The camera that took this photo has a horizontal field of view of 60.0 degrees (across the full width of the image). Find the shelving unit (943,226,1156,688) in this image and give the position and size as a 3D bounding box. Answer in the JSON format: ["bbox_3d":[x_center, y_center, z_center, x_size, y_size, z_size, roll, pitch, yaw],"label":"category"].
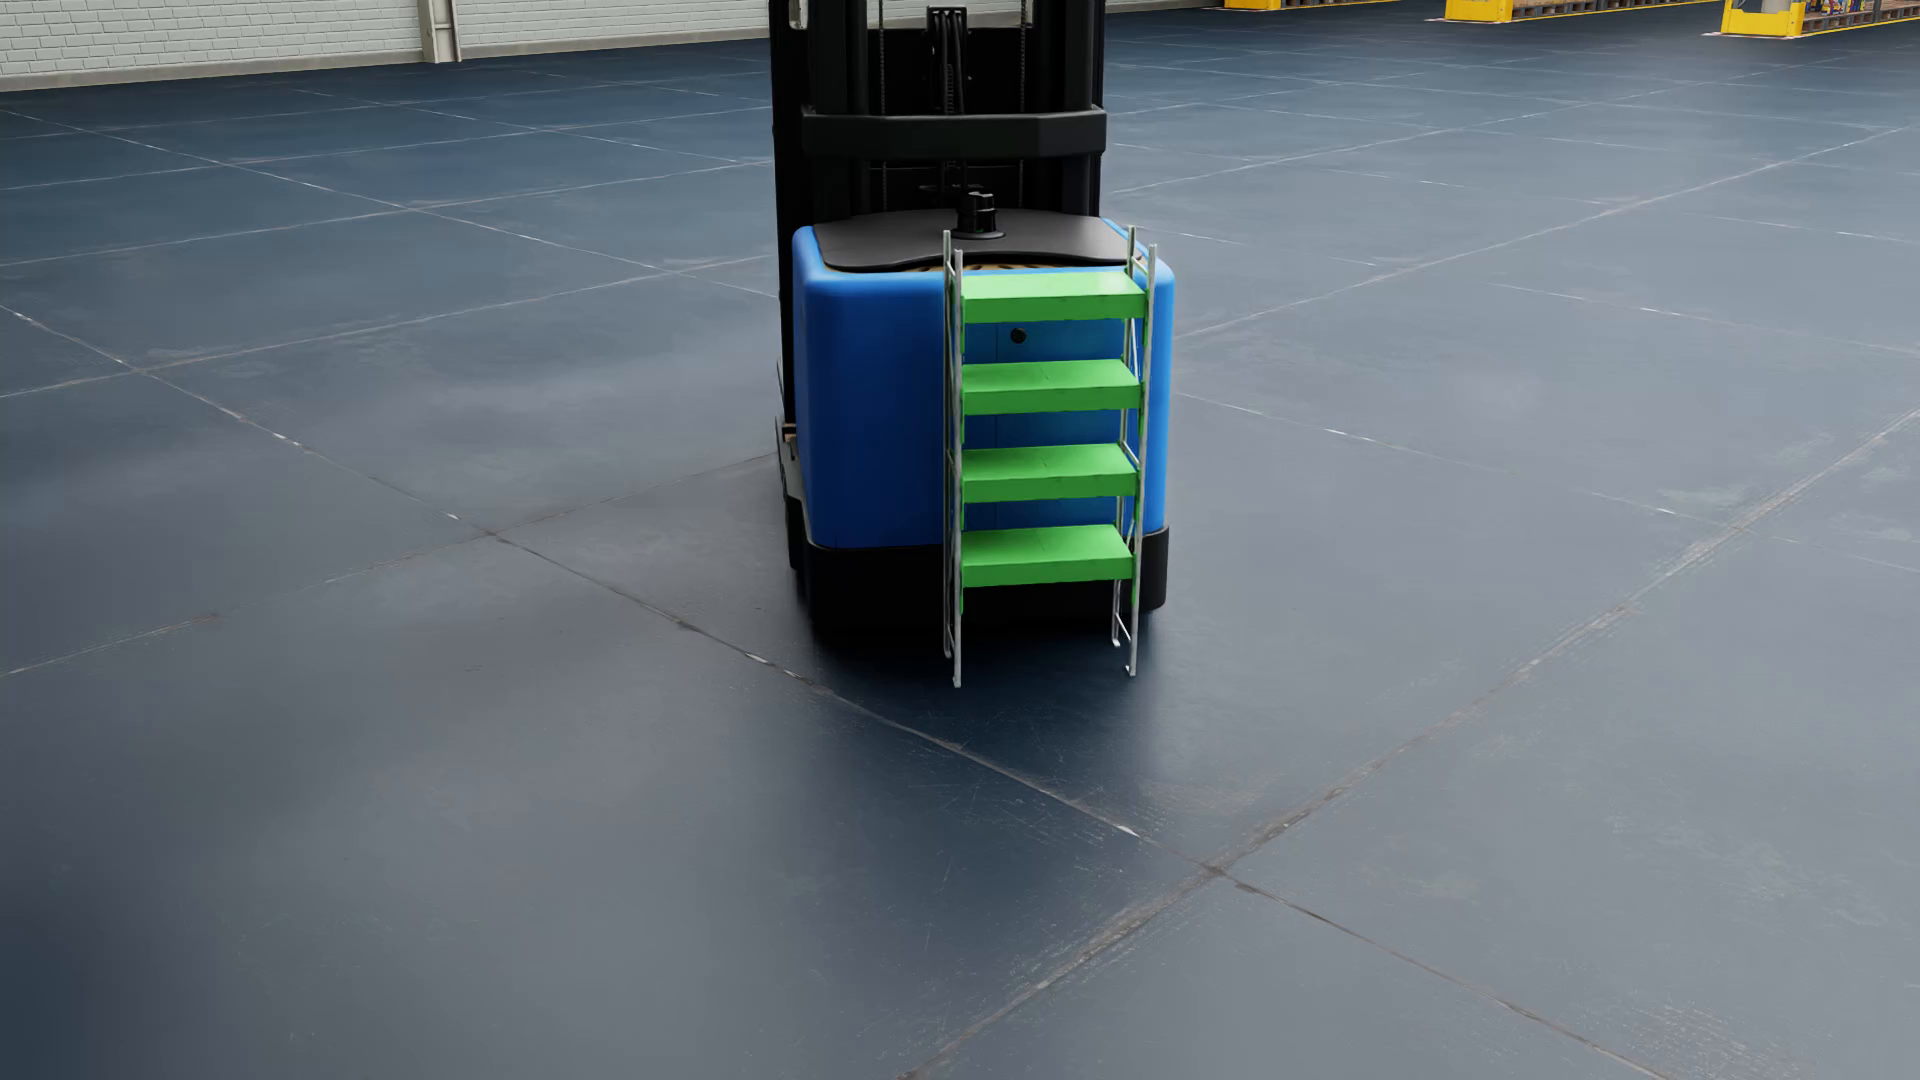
[{"bbox_3d":[0.221,-0.211,4.441,0.503,1.200,0.258,-3,23,-7],"label":"shelving unit"}]

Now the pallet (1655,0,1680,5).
[{"bbox_3d":[14.318,-11.328,34.753,1.003,0.211,1.213,19,28,41],"label":"pallet"}]

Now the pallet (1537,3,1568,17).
[{"bbox_3d":[10.694,-9.993,31.279,1.003,0.211,1.213,19,28,41],"label":"pallet"}]

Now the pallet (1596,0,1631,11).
[{"bbox_3d":[12.616,-10.701,33.121,1.003,0.211,1.213,19,28,41],"label":"pallet"}]

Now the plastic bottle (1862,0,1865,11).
[{"bbox_3d":[15.646,-9.291,28.853,0.097,0.201,0.097,0,21,0],"label":"plastic bottle"}]

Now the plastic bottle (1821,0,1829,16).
[{"bbox_3d":[14.374,-8.854,27.620,0.097,0.271,0.097,0,21,0],"label":"plastic bottle"}]

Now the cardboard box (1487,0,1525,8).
[{"bbox_3d":[9.873,-9.770,30.060,0.500,0.250,0.500,19,28,41],"label":"cardboard box"}]

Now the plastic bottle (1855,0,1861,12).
[{"bbox_3d":[15.433,-9.294,28.653,0.144,0.351,0.185,18,28,39],"label":"plastic bottle"}]

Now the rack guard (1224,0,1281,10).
[{"bbox_3d":[5.840,-10.867,33.150,1.175,0.500,0.348,19,28,41],"label":"rack guard"}]

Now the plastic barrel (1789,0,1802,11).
[{"bbox_3d":[13.640,-8.886,27.396,0.421,0.512,0.421,0,21,0],"label":"plastic barrel"}]

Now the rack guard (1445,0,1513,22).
[{"bbox_3d":[9.322,-9.602,29.860,1.175,0.500,0.348,19,28,41],"label":"rack guard"}]

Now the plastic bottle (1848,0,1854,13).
[{"bbox_3d":[15.216,-9.161,28.401,0.133,0.283,0.061,-18,27,-39],"label":"plastic bottle"}]

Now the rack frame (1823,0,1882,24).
[{"bbox_3d":[15.676,-10.563,28.875,1.000,3.000,0.127,19,28,41],"label":"rack frame"}]

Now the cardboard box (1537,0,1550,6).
[{"bbox_3d":[10.568,-10.028,30.730,0.500,0.250,0.500,19,28,41],"label":"cardboard box"}]

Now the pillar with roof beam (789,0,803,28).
[{"bbox_3d":[0.369,-11.049,21.777,9.100,9.000,0.400,19,28,41],"label":"pillar with roof beam"}]

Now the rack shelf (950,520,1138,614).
[{"bbox_3d":[0.220,0.070,4.557,0.480,0.148,0.258,-3,23,-7],"label":"rack shelf"}]

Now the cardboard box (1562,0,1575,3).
[{"bbox_3d":[11.269,-10.284,31.396,0.500,0.250,0.500,19,28,41],"label":"cardboard box"}]

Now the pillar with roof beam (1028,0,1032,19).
[{"bbox_3d":[4.555,-12.591,25.790,9.100,9.000,0.400,19,28,41],"label":"pillar with roof beam"}]

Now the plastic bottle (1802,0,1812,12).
[{"bbox_3d":[14.511,-9.205,28.525,0.152,0.276,0.135,19,28,41],"label":"plastic bottle"}]

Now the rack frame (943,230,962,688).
[{"bbox_3d":[-0.021,-0.198,4.409,0.015,1.200,0.240,-3,23,-7],"label":"rack frame"}]

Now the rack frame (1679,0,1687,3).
[{"bbox_3d":[14.920,-12.832,34.778,1.000,3.000,0.127,19,28,41],"label":"rack frame"}]

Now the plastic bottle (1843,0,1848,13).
[{"bbox_3d":[14.958,-9.086,28.216,0.135,0.276,0.152,-20,28,-41],"label":"plastic bottle"}]

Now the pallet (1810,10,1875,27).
[{"bbox_3d":[15.178,-9.099,28.953,1.003,0.211,1.213,19,28,41],"label":"pallet"}]

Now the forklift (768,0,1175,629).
[{"bbox_3d":[-0.108,-1.606,5.668,1.130,2.935,3.031,-3,21,-7],"label":"forklift"}]

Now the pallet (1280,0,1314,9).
[{"bbox_3d":[6.432,-10.932,33.722,1.003,0.211,1.213,19,28,41],"label":"pallet"}]

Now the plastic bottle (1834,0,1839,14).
[{"bbox_3d":[14.683,-8.968,27.916,0.097,0.271,0.097,0,21,0],"label":"plastic bottle"}]

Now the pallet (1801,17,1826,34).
[{"bbox_3d":[13.475,-8.472,27.321,1.003,0.211,1.213,19,28,41],"label":"pallet"}]

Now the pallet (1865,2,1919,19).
[{"bbox_3d":[17.047,-9.788,30.746,1.003,0.211,1.213,19,28,41],"label":"pallet"}]

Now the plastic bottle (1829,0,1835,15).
[{"bbox_3d":[14.545,-8.914,27.757,0.133,0.283,0.061,-20,28,-41],"label":"plastic bottle"}]

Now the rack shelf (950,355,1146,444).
[{"bbox_3d":[0.221,-0.374,4.374,0.480,0.148,0.258,-3,23,-7],"label":"rack shelf"}]

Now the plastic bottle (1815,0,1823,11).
[{"bbox_3d":[14.919,-9.392,28.908,0.144,0.351,0.185,19,28,41],"label":"plastic bottle"}]

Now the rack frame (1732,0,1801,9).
[{"bbox_3d":[12.886,-9.535,26.200,1.000,3.000,0.127,19,28,41],"label":"rack frame"}]

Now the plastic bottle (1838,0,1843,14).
[{"bbox_3d":[14.824,-9.020,28.052,0.097,0.271,0.097,0,21,0],"label":"plastic bottle"}]
